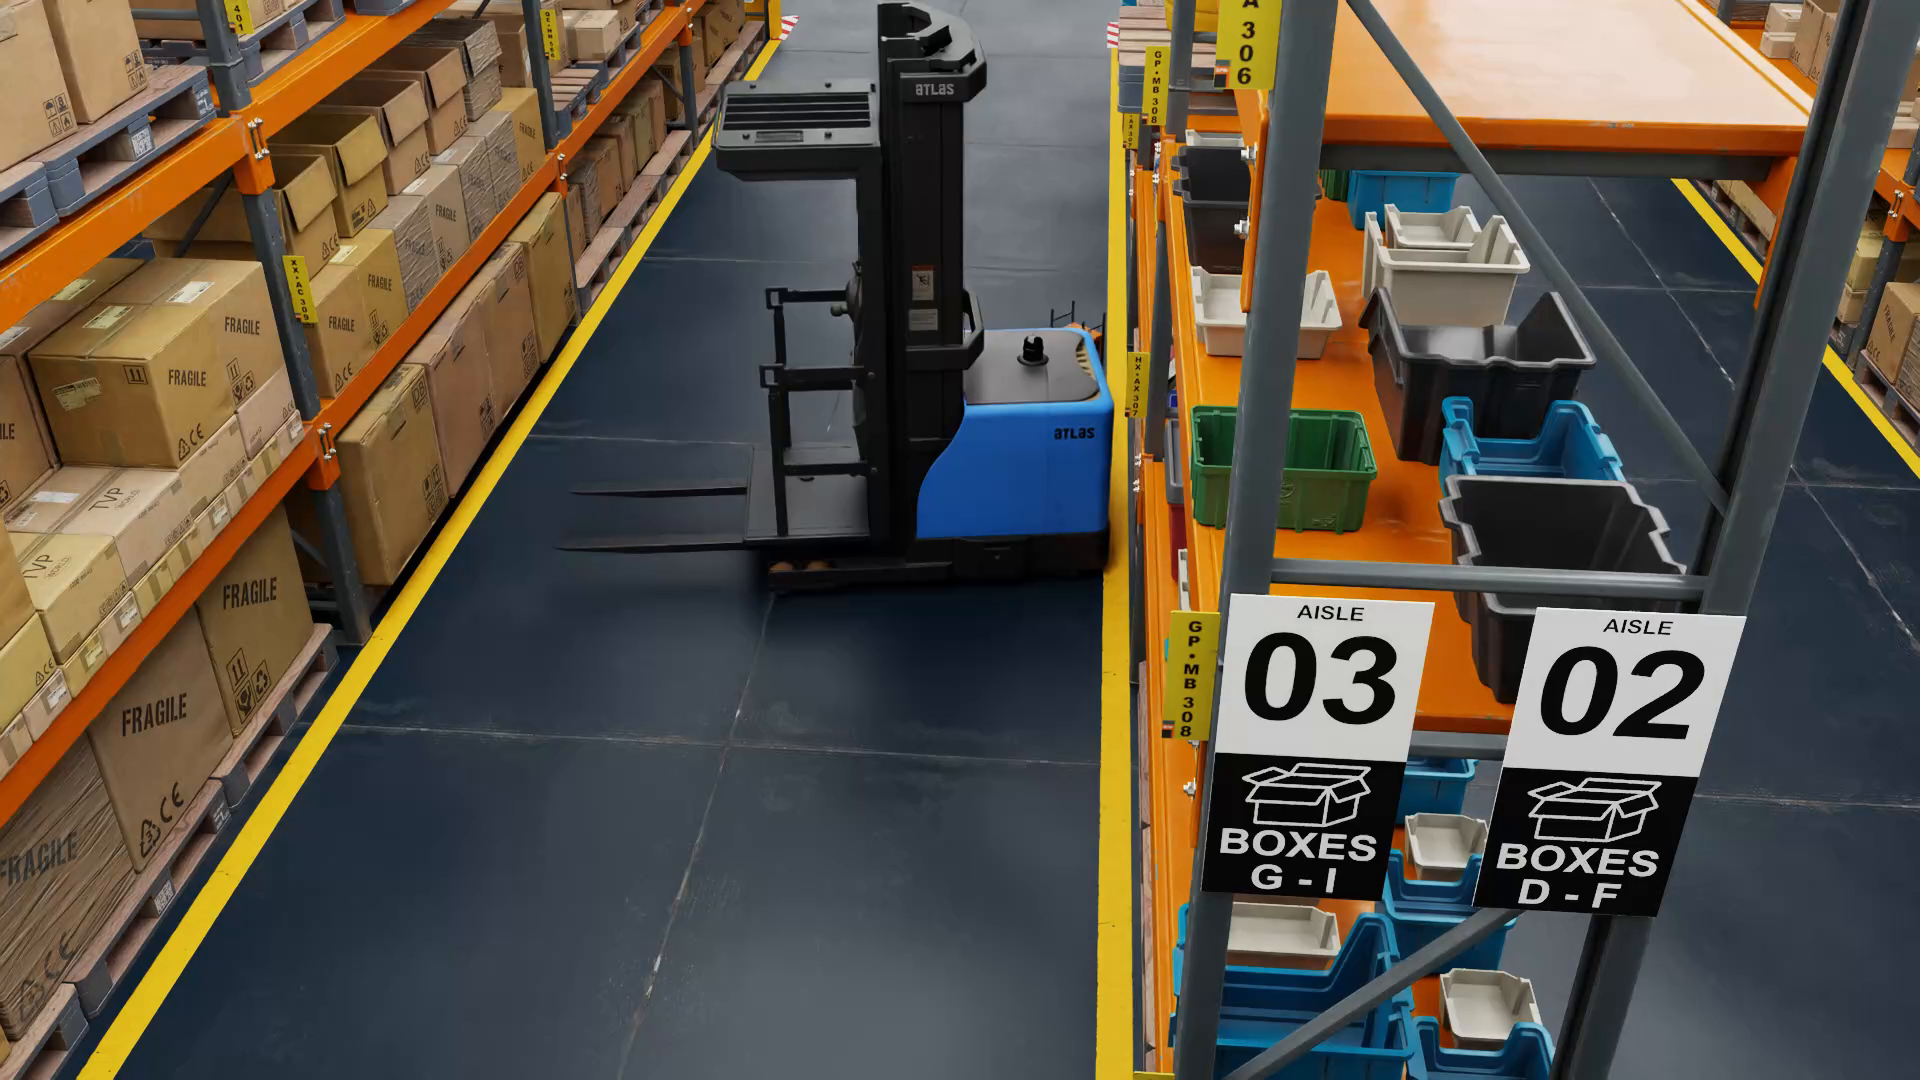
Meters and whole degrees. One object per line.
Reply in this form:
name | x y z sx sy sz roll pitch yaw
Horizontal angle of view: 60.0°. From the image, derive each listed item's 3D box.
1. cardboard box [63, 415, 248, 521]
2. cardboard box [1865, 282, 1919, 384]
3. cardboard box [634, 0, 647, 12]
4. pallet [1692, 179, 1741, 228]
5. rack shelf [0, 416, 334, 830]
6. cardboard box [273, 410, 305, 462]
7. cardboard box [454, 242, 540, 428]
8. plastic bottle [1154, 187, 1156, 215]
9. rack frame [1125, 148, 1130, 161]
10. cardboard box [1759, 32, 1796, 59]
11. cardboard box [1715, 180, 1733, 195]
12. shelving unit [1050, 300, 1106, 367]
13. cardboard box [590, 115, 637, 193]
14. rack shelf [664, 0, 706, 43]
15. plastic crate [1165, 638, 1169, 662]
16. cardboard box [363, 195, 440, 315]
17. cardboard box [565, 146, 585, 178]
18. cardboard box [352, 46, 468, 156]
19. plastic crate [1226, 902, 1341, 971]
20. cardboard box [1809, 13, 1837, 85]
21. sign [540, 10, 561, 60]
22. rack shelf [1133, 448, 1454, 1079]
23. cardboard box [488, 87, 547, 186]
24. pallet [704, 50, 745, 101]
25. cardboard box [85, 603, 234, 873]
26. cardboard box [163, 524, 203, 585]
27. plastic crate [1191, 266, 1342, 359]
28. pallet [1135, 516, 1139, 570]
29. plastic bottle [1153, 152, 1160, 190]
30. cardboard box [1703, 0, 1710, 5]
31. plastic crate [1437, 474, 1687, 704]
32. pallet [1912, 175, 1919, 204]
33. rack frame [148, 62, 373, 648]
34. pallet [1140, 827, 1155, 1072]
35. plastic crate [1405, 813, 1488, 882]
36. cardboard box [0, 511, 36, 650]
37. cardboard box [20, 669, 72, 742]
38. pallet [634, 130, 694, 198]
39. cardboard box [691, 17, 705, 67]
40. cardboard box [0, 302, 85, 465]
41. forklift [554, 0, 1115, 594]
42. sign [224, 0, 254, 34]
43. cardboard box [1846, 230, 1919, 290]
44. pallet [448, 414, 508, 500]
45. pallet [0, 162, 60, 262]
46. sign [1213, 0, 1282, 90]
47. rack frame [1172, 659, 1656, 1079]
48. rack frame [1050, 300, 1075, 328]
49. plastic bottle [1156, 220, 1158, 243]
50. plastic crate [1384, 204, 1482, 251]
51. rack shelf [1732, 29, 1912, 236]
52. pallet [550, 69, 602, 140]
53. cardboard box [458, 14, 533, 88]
cardboard box | -3.398 -0.321 7.052 0.500 0.250 0.500 3 32 5
cardboard box | 6.293 -1.335 10.801 0.500 0.500 0.500 4 32 6
cardboard box | -3.137 -4.979 13.778 1.000 1.000 1.000 3 32 4
pallet | 6.920 -2.955 14.124 1.003 0.211 1.213 2 32 4
rack shelf | -3.746 0.581 6.414 1.077 0.370 4.000 2 32 4
cardboard box | -3.282 -0.491 7.707 0.380 0.149 0.250 3 32 4
cardboard box | -3.415 -1.311 10.424 1.225 0.875 0.875 3 32 4
plastic bottle | 1.283 -2.144 10.268 0.152 0.276 0.135 2 32 4
rack frame | 2.004 -4.743 14.367 1.000 3.000 0.127 2 32 4
cardboard box | 6.665 -3.968 13.349 0.380 0.149 0.250 2 32 4
cardboard box | 6.618 -3.070 13.873 0.500 0.250 0.500 3 32 5
shelving unit | 0.689 -0.887 9.969 0.215 1.050 0.252 -27 41 -36
cardboard box | -3.106 -3.216 13.853 0.700 0.500 0.500 0 32 0
rack shelf | -2.769 -5.694 16.596 1.077 0.370 4.000 2 32 4
plastic crate | 0.939 0.493 5.974 0.416 0.233 0.300 2 32 4
cardboard box | -3.216 -1.568 9.120 0.500 0.500 0.500 2 32 3
cardboard box | -3.200 -2.935 12.681 0.500 0.250 0.500 6 32 10
cardboard box | -3.389 -2.610 9.855 0.797 0.503 0.637 3 32 5
plastic crate | 0.913 1.185 4.943 0.396 0.136 0.243 2 32 4
cardboard box | 6.778 -3.634 12.472 0.500 0.500 0.500 3 32 4
sign | -2.705 -3.334 10.977 0.100 0.325 0.005 2 32 4
rack shelf | 1.190 0.792 6.071 1.077 0.370 4.000 2 32 4
cardboard box | -3.051 -2.637 10.854 0.500 0.500 0.500 3 32 5
pallet | -2.816 -4.760 17.052 1.003 0.211 1.213 2 32 4
cardboard box | -3.790 0.767 7.052 0.875 0.875 0.875 2 32 4
cardboard box | -3.365 0.047 6.834 0.380 0.149 0.250 3 32 5
plastic crate | 0.948 -0.724 5.238 0.437 0.136 0.530 2 32 4
pallet | 1.457 0.226 8.963 1.003 0.211 1.213 2 32 4
plastic bottle | 1.321 -2.386 10.661 0.152 0.276 0.135 2 32 4
cardboard box | 7.007 -5.080 14.819 0.700 0.500 0.500 2 32 3
plastic crate | 1.336 0.121 3.740 0.497 0.269 0.590 2 32 4
pallet | 6.630 -1.999 10.097 1.213 0.211 1.003 2 32 4
rack frame | -3.584 -0.771 7.922 1.000 3.000 0.127 2 32 4
pallet | 1.235 1.653 6.646 1.003 0.211 1.213 2 32 4
plastic crate | 1.539 0.985 5.267 0.250 0.136 0.298 2 32 4
cardboard box | -3.524 0.166 5.546 0.500 0.500 0.500 2 32 3
cardboard box | -3.449 0.583 5.964 0.380 0.149 0.250 2 32 3
pallet | -2.994 -3.360 14.781 1.003 0.211 1.213 2 32 4
cardboard box | -2.849 -4.904 16.611 0.500 0.500 0.500 0 32 0
cardboard box | -3.925 -0.656 6.881 0.500 0.500 0.500 2 32 4
forklift | -0.717 -1.243 8.754 3.031 2.935 1.130 -2 32 -3
sign | -3.030 -2.279 6.942 0.100 0.325 0.005 2 32 4
cardboard box | 6.412 -1.969 11.552 0.500 0.311 0.500 3 32 5
pallet | -3.499 -0.630 10.352 1.003 0.211 1.213 2 32 4
pallet | -3.763 -0.947 5.433 1.003 0.211 1.213 2 32 4
sign | 0.478 -0.900 2.720 0.100 0.325 0.005 2 32 4
rack frame | 1.027 1.532 4.185 1.000 3.000 0.127 2 32 4
rack frame | 0.604 -0.933 10.044 0.200 1.050 0.008 -27 41 -36
plastic bottle | 1.217 -1.892 9.864 0.097 0.271 0.097 0 32 0
plastic crate | 1.629 -1.043 5.756 0.293 0.136 0.466 2 32 4
rack shelf | 6.778 -3.177 12.512 1.077 0.370 4.000 2 32 4
pallet | -3.306 -3.158 11.979 1.213 0.211 1.003 2 32 4
cardboard box | -3.254 -3.368 11.641 0.500 0.500 0.500 -1 32 -2
